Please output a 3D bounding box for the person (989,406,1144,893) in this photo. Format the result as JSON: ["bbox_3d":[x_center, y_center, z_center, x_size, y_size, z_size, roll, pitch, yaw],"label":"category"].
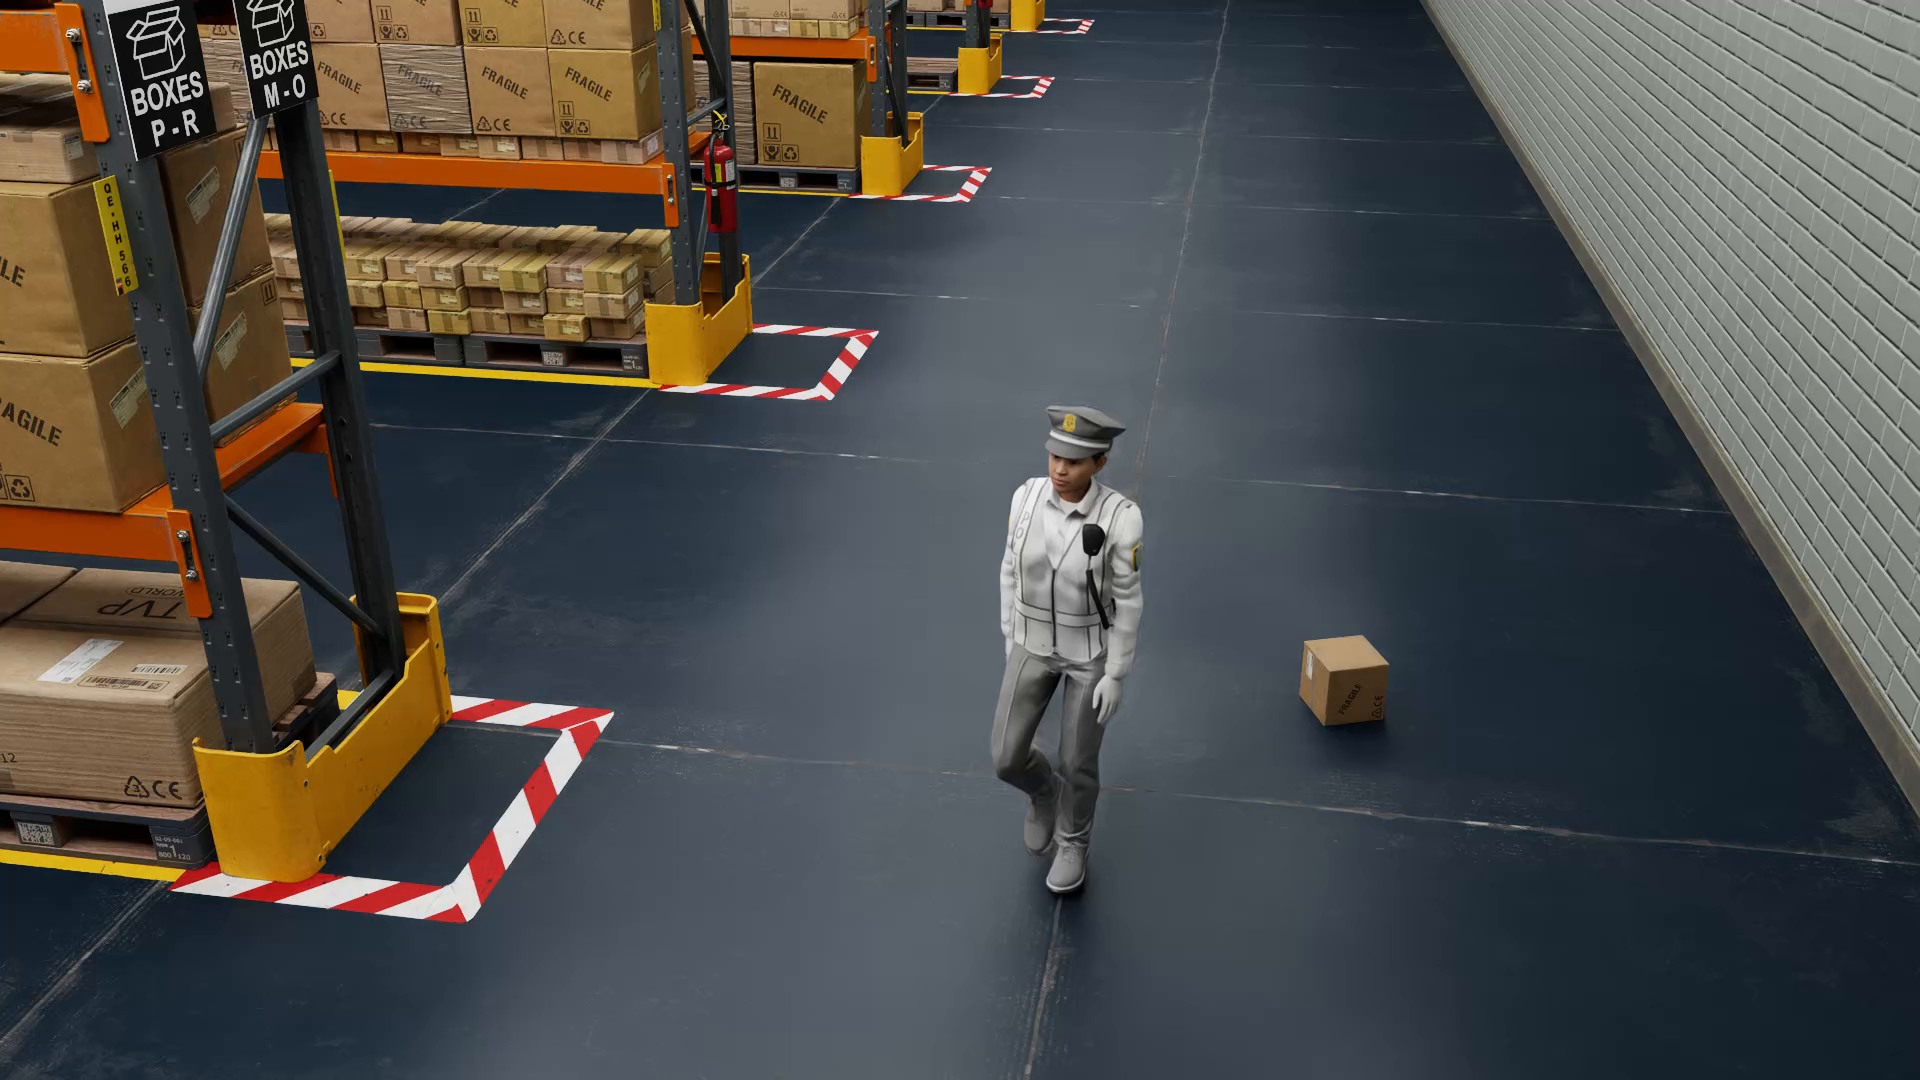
[{"bbox_3d":[0.338,0.349,5.274,0.492,1.682,0.435,10,27,20],"label":"person"}]
